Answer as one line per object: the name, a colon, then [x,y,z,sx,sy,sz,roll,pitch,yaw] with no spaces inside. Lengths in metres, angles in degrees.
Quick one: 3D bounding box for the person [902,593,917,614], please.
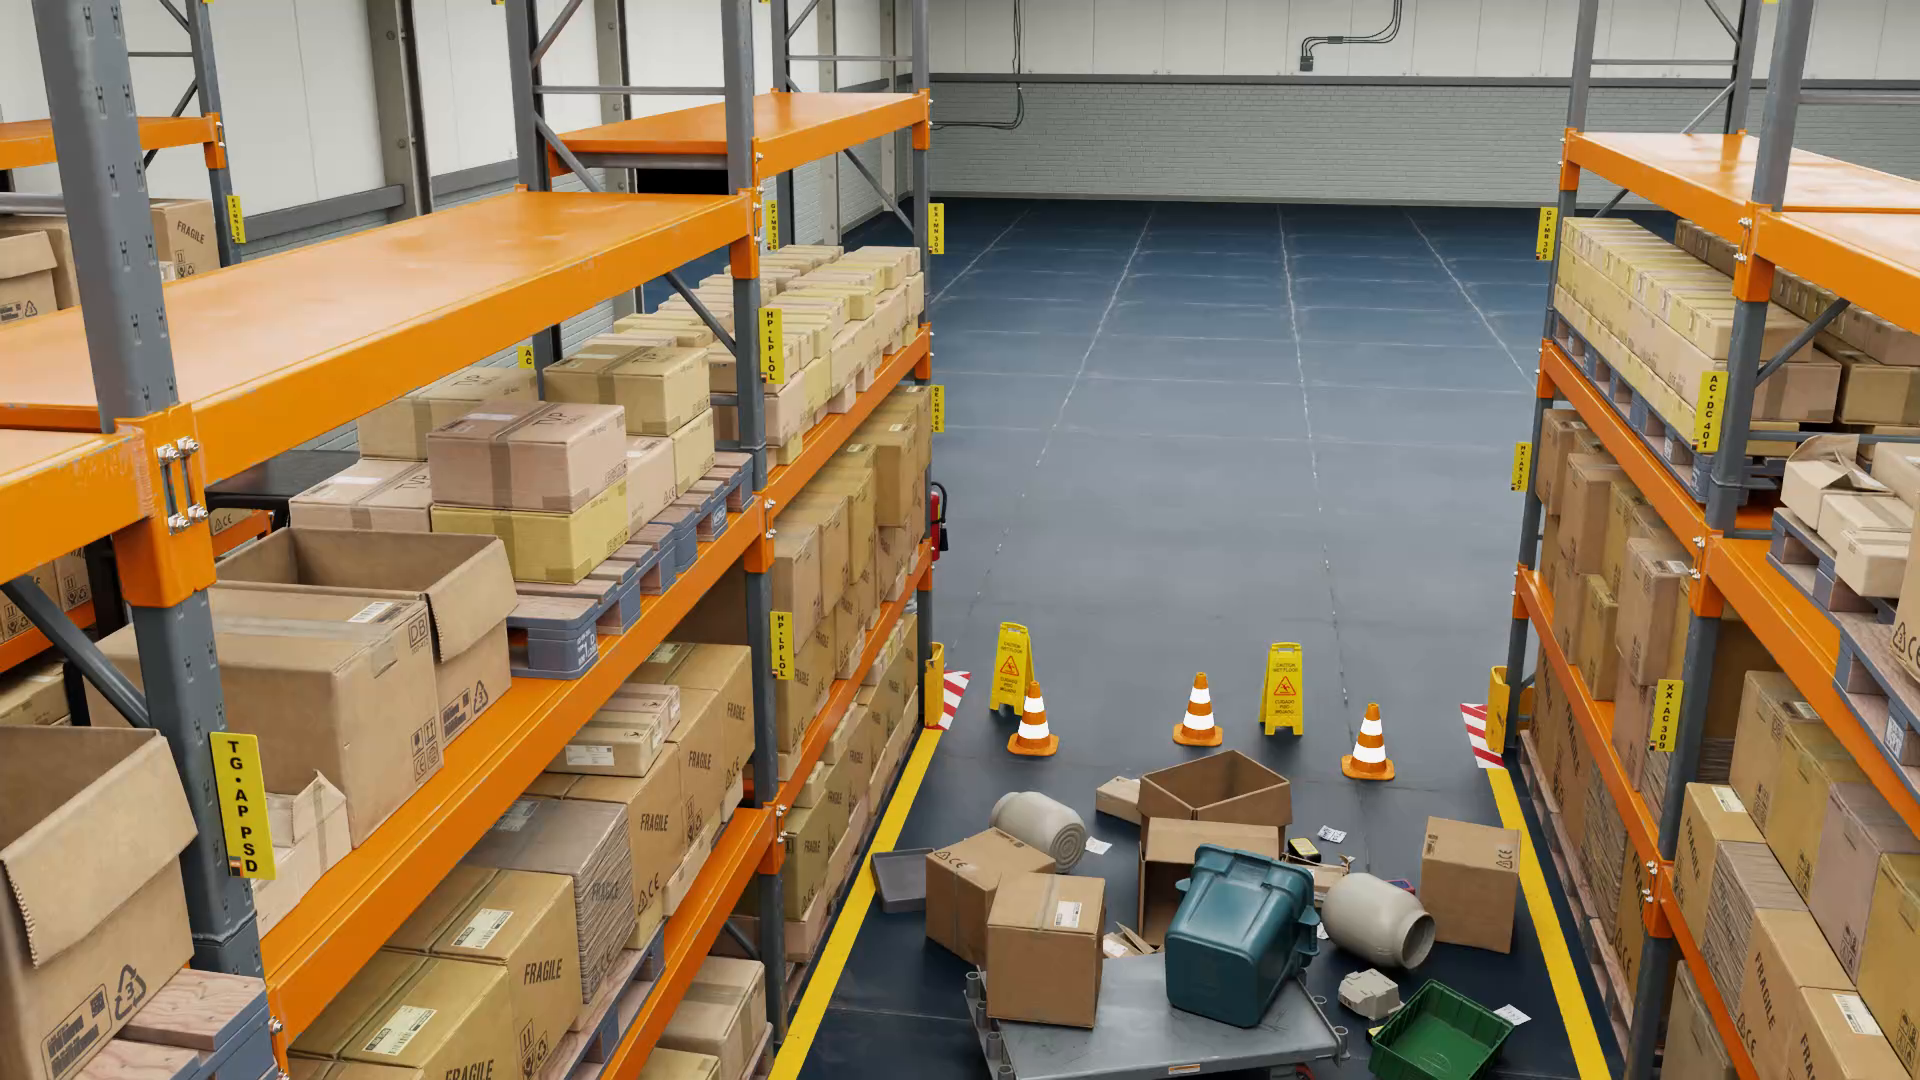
person: [-0.598,-0.182,13.604,0.547,1.666,0.372,2,18,6]
